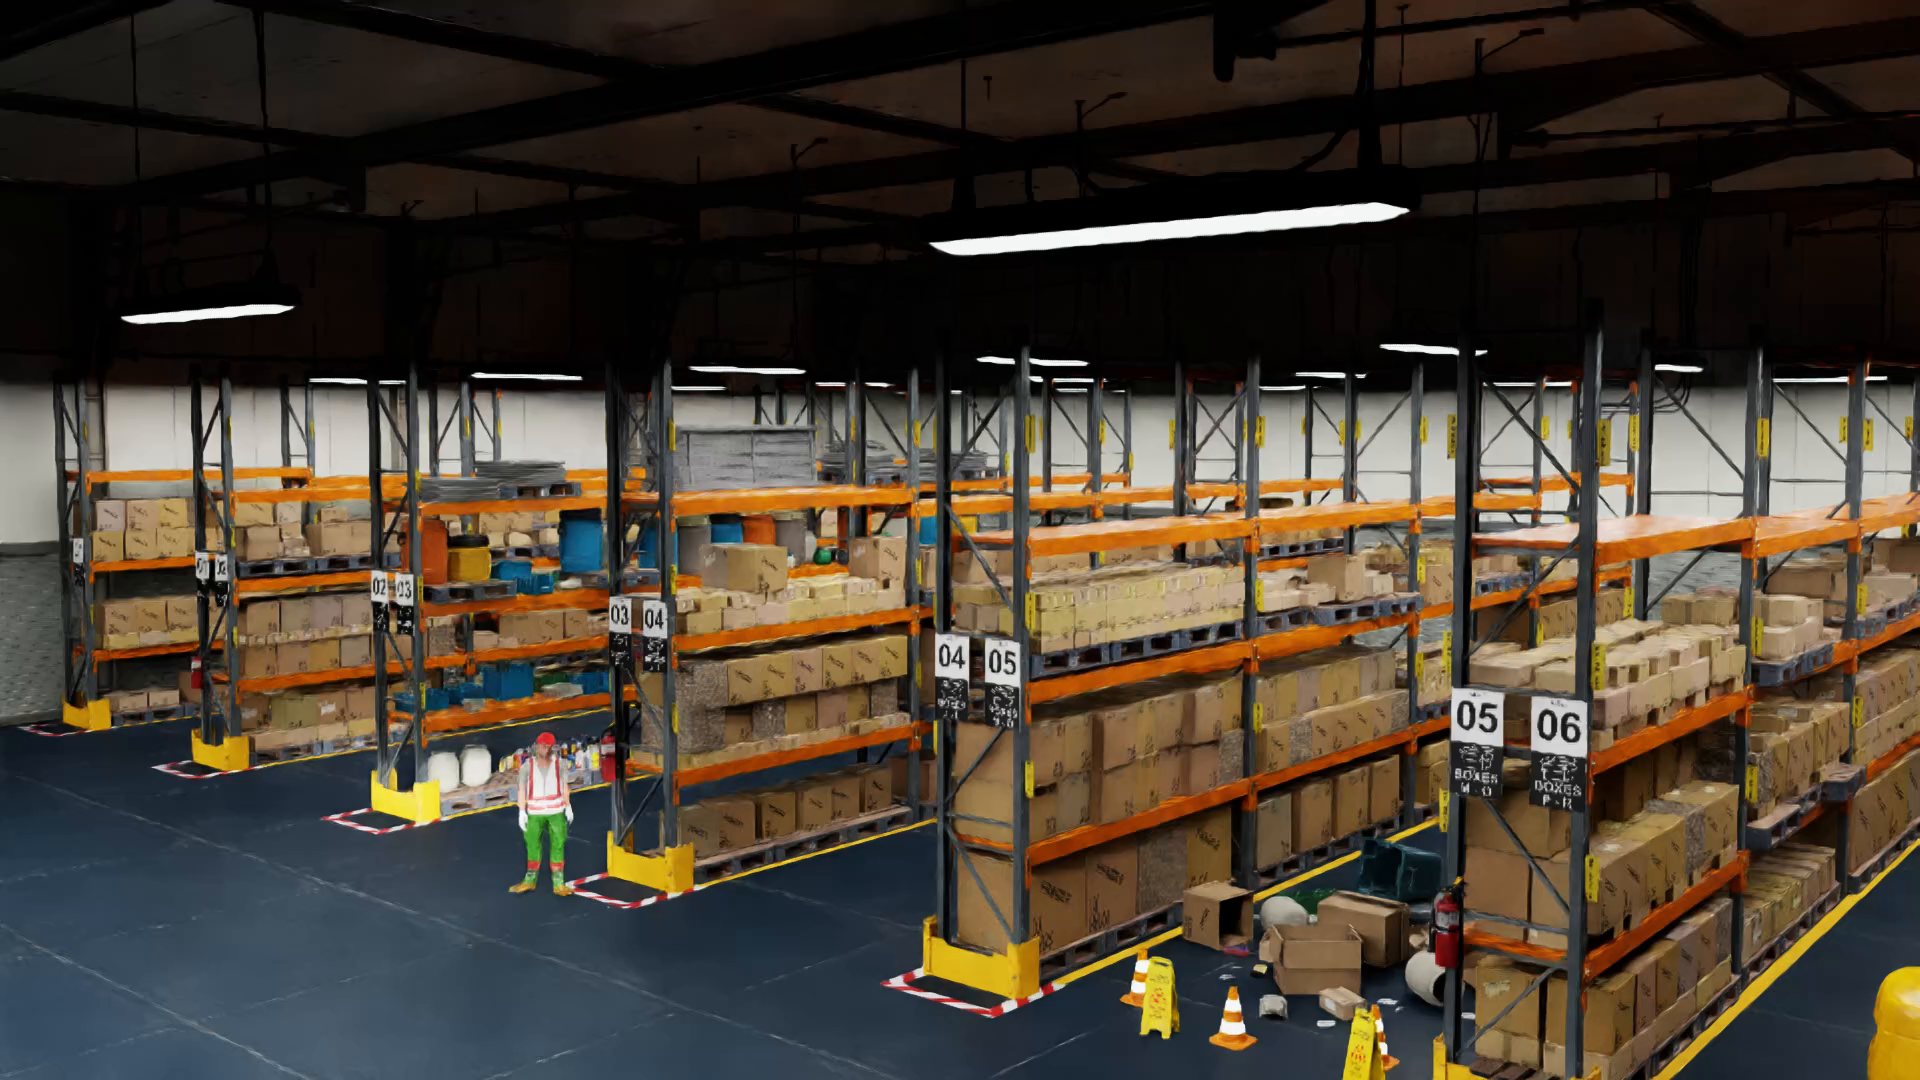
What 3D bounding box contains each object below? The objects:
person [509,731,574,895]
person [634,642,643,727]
[{"bbox_3d":[-4.559,2.966,18.078,0.692,1.792,0.449,-1,4,-14],"label":"person"},{"bbox_3d":[-5.190,2.396,27.760,0.729,1.545,0.546,3,5,38],"label":"person"}]
